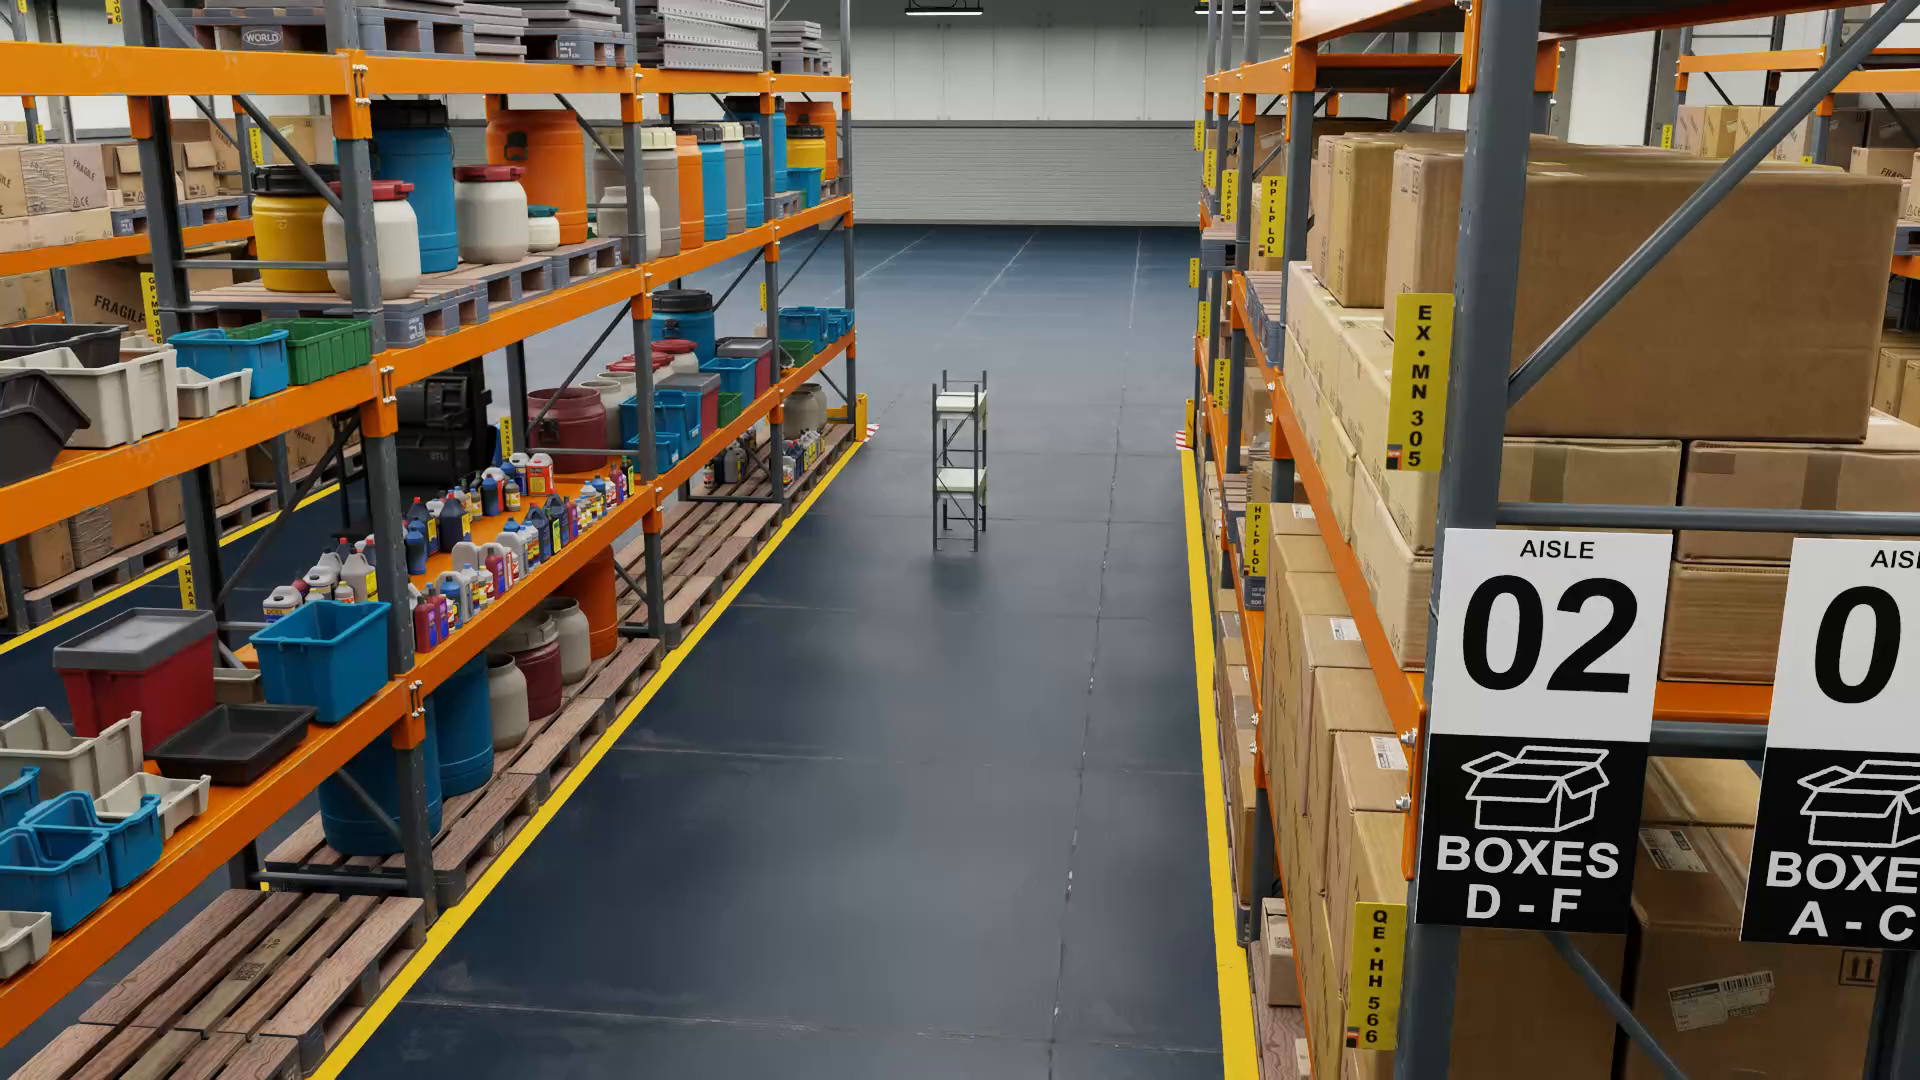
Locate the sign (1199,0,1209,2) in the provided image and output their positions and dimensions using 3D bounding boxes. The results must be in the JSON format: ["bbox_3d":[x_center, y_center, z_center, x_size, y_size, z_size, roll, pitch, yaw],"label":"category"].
[{"bbox_3d":[2.640,-5.979,17.943,0.100,0.325,0.005,2,15,6],"label":"sign"}]

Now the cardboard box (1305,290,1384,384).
[{"bbox_3d":[1.412,-0.665,5.457,0.500,0.250,0.500,2,15,6],"label":"cardboard box"}]

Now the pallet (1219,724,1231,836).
[{"bbox_3d":[2.026,1.391,9.614,1.003,0.211,1.213,2,15,6],"label":"pallet"}]

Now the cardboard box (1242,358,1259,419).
[{"bbox_3d":[2.577,-1.214,13.712,0.500,0.500,0.500,3,15,10],"label":"cardboard box"}]

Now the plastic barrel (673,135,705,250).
[{"bbox_3d":[-2.251,-2.642,12.615,0.600,0.830,0.708,2,15,6],"label":"plastic barrel"}]

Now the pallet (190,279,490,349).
[{"bbox_3d":[-3.093,-1.136,8.231,1.213,0.211,1.003,2,15,6],"label":"pallet"}]

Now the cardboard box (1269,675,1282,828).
[{"bbox_3d":[1.454,0.783,6.328,0.500,0.500,0.500,2,15,7],"label":"cardboard box"}]

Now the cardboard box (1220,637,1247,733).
[{"bbox_3d":[1.838,0.907,10.009,0.500,0.500,0.500,1,15,6],"label":"cardboard box"}]

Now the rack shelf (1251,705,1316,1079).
[{"bbox_3d":[1.611,1.440,5.467,1.077,0.370,4.000,2,15,6],"label":"rack shelf"}]

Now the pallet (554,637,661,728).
[{"bbox_3d":[-2.681,0.942,11.275,1.003,0.211,1.213,2,15,6],"label":"pallet"}]

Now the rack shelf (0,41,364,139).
[{"bbox_3d":[-3.310,-1.410,5.280,1.077,0.370,4.000,2,15,6],"label":"rack shelf"}]

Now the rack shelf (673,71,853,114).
[{"bbox_3d":[-1.956,-4.522,16.790,1.077,0.370,4.000,2,15,6],"label":"rack shelf"}]

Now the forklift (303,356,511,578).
[{"bbox_3d":[-4.705,-1.228,14.089,1.130,2.935,3.031,2,15,7],"label":"forklift"}]

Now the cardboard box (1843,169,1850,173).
[{"bbox_3d":[7.473,-3.001,14.536,0.500,0.500,0.500,2,15,8],"label":"cardboard box"}]

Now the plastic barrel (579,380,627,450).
[{"bbox_3d":[-2.729,-0.937,12.667,0.421,0.512,0.421,0,15,0],"label":"plastic barrel"}]

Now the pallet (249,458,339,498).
[{"bbox_3d":[-7.063,-0.623,17.060,1.003,0.211,1.213,2,15,6],"label":"pallet"}]

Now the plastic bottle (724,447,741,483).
[{"bbox_3d":[-2.252,-0.752,16.430,0.144,0.351,0.185,2,15,6],"label":"plastic bottle"}]

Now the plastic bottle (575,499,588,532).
[{"bbox_3d":[-2.378,-0.156,10.373,0.097,0.201,0.097,0,15,0],"label":"plastic bottle"}]

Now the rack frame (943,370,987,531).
[{"bbox_3d":[0.042,-0.821,15.324,0.400,1.500,0.023,2,15,6],"label":"rack frame"}]

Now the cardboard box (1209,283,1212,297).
[{"bbox_3d":[2.876,-2.671,17.859,0.380,0.149,0.250,2,15,6],"label":"cardboard box"}]

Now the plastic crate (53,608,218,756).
[{"bbox_3d":[-3.435,0.592,6.990,0.402,0.464,0.583,2,15,6],"label":"plastic crate"}]

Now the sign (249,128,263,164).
[{"bbox_3d":[-6.551,-3.666,15.480,0.100,0.325,0.005,2,15,6],"label":"sign"}]

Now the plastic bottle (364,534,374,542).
[{"bbox_3d":[-3.248,0.115,9.228,0.152,0.276,0.135,2,15,6],"label":"plastic bottle"}]

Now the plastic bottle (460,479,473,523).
[{"bbox_3d":[-3.142,-0.238,10.518,0.061,0.283,0.133,2,15,6],"label":"plastic bottle"}]

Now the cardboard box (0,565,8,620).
[{"bbox_3d":[-7.653,0.245,11.774,1.225,0.875,0.875,1,15,4],"label":"cardboard box"}]

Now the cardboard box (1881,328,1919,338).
[{"bbox_3d":[7.571,-1.485,13.874,0.700,0.500,0.500,2,15,6],"label":"cardboard box"}]

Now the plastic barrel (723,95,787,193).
[{"bbox_3d":[-1.963,-3.795,15.939,0.600,0.901,0.708,2,15,6],"label":"plastic barrel"}]

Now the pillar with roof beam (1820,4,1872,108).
[{"bbox_3d":[4.616,-5.209,17.186,9.100,9.000,0.400,2,15,6],"label":"pillar with roof beam"}]

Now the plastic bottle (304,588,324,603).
[{"bbox_3d":[-3.300,0.348,8.510,0.097,0.201,0.097,0,15,0],"label":"plastic bottle"}]

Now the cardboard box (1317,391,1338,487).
[{"bbox_3d":[1.365,-0.294,5.042,0.500,0.250,0.500,2,15,6],"label":"cardboard box"}]

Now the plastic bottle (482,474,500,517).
[{"bbox_3d":[-3.035,-0.294,10.750,0.097,0.271,0.097,0,15,0],"label":"plastic bottle"}]

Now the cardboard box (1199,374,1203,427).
[{"bbox_3d":[2.855,-1.513,18.038,0.500,0.500,0.500,2,15,6],"label":"cardboard box"}]

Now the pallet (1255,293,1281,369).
[{"bbox_3d":[1.980,-0.950,7.543,1.213,0.211,1.003,2,15,6],"label":"pallet"}]

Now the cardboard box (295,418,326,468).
[{"bbox_3d":[-6.961,-1.041,17.249,0.500,0.500,0.500,7,17,24],"label":"cardboard box"}]

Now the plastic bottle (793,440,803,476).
[{"bbox_3d":[-1.657,-0.827,16.707,0.144,0.351,0.185,1,15,4],"label":"plastic bottle"}]

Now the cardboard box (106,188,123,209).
[{"bbox_3d":[-7.216,-2.842,13.823,0.380,0.166,0.250,1,15,5],"label":"cardboard box"}]

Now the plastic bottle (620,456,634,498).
[{"bbox_3d":[-2.255,-0.436,11.252,0.061,0.283,0.133,2,15,6],"label":"plastic bottle"}]

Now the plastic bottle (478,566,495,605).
[{"bbox_3d":[-2.550,0.240,8.909,0.097,0.201,0.097,0,15,0],"label":"plastic bottle"}]

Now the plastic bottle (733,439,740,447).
[{"bbox_3d":[-2.315,-0.896,17.105,0.152,0.276,0.135,2,15,7],"label":"plastic bottle"}]

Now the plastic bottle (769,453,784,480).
[{"bbox_3d":[-1.822,-0.783,16.541,0.144,0.351,0.185,2,15,6],"label":"plastic bottle"}]

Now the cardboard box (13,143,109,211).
[{"bbox_3d":[-7.135,-2.870,13.133,0.500,0.500,0.500,1,15,5],"label":"cardboard box"}]

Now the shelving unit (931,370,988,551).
[{"bbox_3d":[0.001,-0.726,14.973,0.431,1.500,0.755,2,15,6],"label":"shelving unit"}]

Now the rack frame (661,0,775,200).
[{"bbox_3d":[-2.182,-4.543,14.725,1.000,3.000,0.127,2,15,6],"label":"rack frame"}]

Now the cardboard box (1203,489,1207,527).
[{"bbox_3d":[2.448,-0.279,14.909,0.500,0.250,0.500,1,15,5],"label":"cardboard box"}]

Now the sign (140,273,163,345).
[{"bbox_3d":[-3.631,-1.042,7.504,0.100,0.325,0.005,2,15,6],"label":"sign"}]

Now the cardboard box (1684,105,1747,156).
[{"bbox_3d":[7.722,-4.160,16.909,0.500,0.500,0.500,2,15,6],"label":"cardboard box"}]

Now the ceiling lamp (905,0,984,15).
[{"bbox_3d":[-0.379,-15.041,42.364,2.000,3.185,0.800,2,15,6],"label":"ceiling lamp"}]

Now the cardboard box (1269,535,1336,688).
[{"bbox_3d":[1.446,0.291,6.232,0.500,0.500,0.500,1,15,5],"label":"cardboard box"}]

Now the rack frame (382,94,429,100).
[{"bbox_3d":[-6.652,-5.727,19.101,1.000,3.000,0.127,2,15,6],"label":"rack frame"}]

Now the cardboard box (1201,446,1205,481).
[{"bbox_3d":[2.683,-0.762,16.698,0.500,0.250,0.500,2,15,6],"label":"cardboard box"}]

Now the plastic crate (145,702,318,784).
[{"bbox_3d":[-2.944,0.829,6.760,0.437,0.125,0.590,2,15,6],"label":"plastic crate"}]

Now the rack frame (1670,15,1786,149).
[{"bbox_3d":[8.113,-5.289,17.483,1.000,3.000,0.127,2,15,6],"label":"rack frame"}]

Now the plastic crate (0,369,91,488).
[{"bbox_3d":[-3.091,-0.341,5.050,0.504,0.338,0.767,2,15,6],"label":"plastic crate"}]

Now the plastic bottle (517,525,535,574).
[{"bbox_3d":[-2.483,0.051,9.473,0.097,0.271,0.097,0,15,0],"label":"plastic bottle"}]

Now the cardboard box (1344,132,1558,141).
[{"bbox_3d":[1.820,-1.277,6.286,0.700,0.500,0.500,2,15,6],"label":"cardboard box"}]

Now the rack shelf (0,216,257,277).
[{"bbox_3d":[-7.329,-2.375,13.832,1.077,0.370,4.000,2,15,6],"label":"rack shelf"}]
